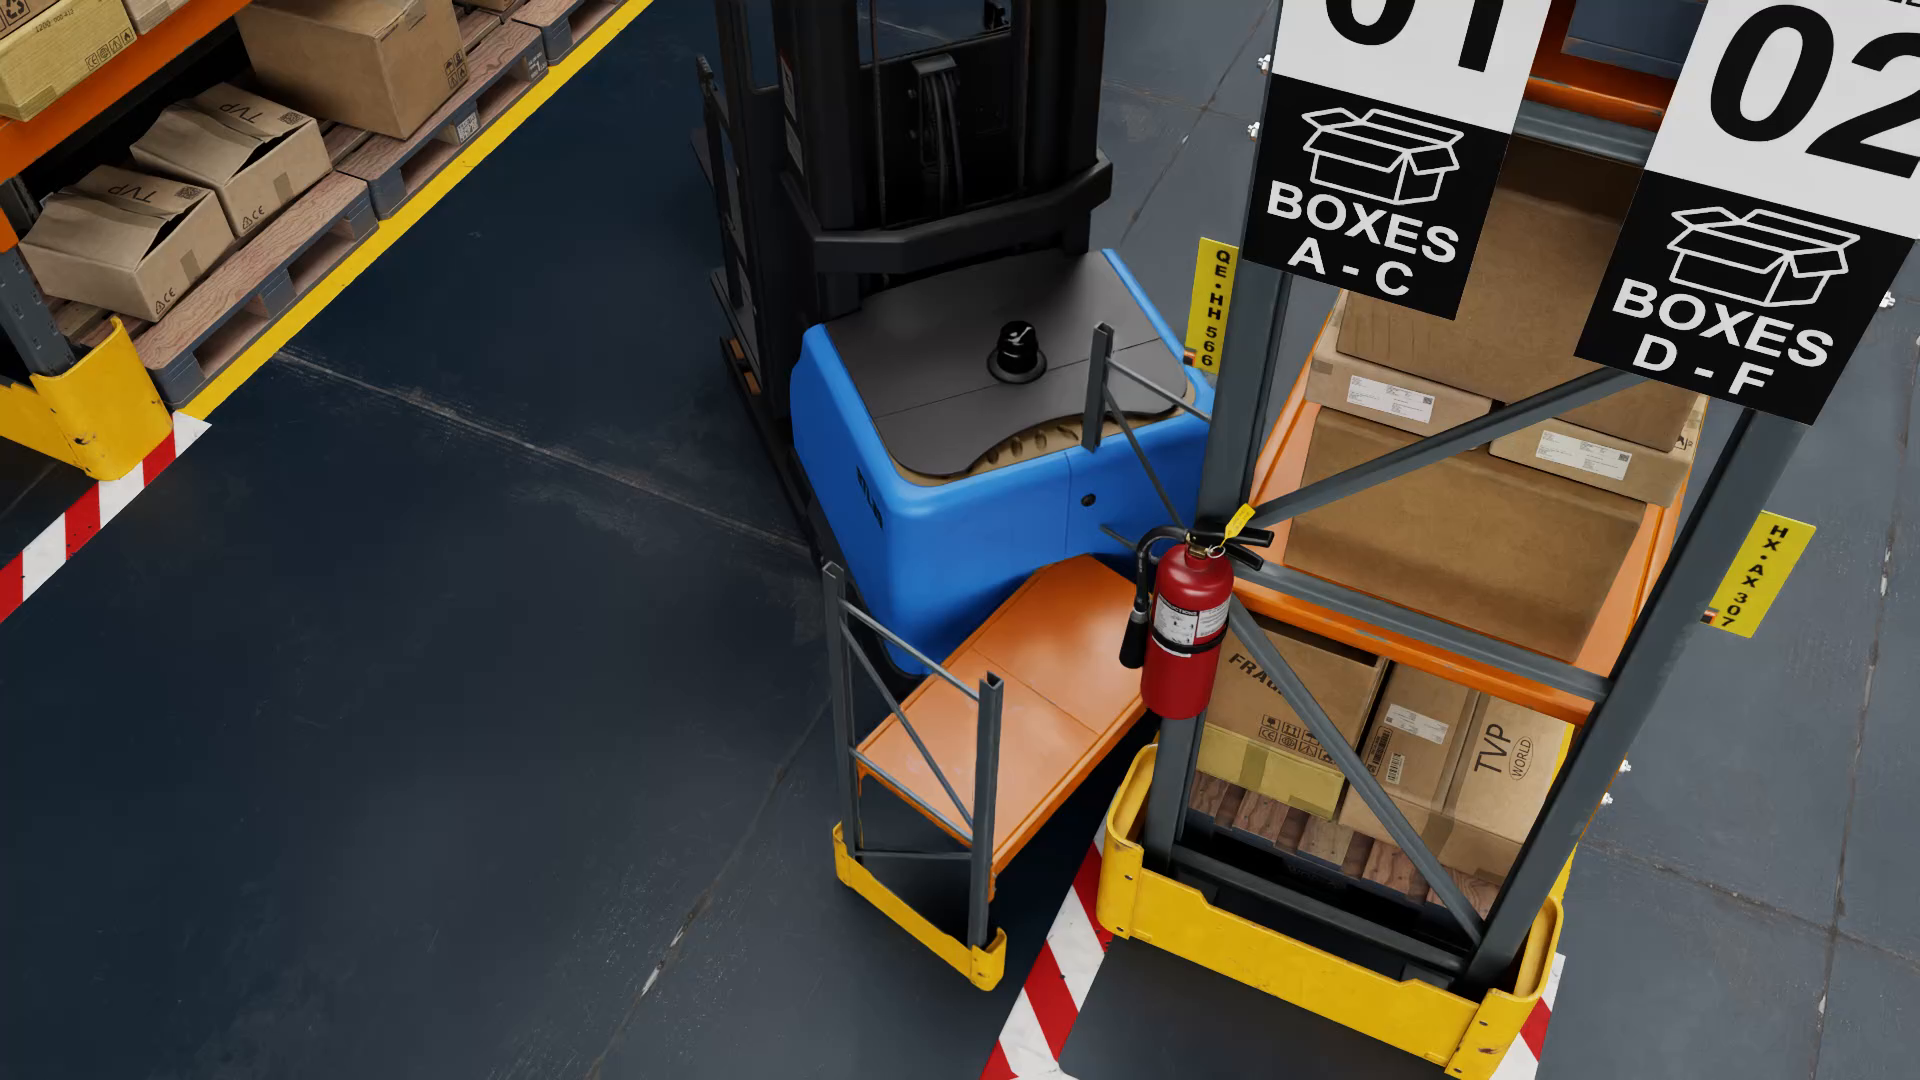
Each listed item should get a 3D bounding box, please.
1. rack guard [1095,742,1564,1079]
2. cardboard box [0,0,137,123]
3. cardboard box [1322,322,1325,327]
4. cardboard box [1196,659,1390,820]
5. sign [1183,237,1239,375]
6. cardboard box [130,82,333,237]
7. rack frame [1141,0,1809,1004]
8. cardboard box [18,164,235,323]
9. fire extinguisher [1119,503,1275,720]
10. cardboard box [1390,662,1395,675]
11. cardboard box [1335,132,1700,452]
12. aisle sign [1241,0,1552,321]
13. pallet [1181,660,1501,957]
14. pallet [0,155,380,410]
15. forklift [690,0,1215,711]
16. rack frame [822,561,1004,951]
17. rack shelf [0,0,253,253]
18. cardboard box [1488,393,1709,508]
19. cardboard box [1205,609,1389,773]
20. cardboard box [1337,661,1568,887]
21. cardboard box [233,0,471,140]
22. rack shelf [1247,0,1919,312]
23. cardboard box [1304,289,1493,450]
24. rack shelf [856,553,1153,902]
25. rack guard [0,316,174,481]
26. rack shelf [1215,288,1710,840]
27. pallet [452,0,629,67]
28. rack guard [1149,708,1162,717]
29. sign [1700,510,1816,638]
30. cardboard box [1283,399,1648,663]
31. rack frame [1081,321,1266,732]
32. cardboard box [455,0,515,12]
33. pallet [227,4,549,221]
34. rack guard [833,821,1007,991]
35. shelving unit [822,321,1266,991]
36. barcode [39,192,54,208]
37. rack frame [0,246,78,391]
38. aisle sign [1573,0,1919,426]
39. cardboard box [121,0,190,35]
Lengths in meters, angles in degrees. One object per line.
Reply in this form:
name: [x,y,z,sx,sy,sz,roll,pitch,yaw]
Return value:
rack guard: [0.973,1.015,4.558,1.175,0.500,0.348,20,52,16]
cardboard box: [-3.001,-1.611,5.237,0.500,0.250,0.500,18,52,15]
cardboard box: [1.358,-0.459,5.208,0.500,0.500,0.500,20,52,16]
cardboard box: [0.946,0.478,4.903,0.500,0.250,0.500,20,52,16]
sign: [0.499,-0.449,3.247,0.100,0.325,0.005,20,52,16]
cardboard box: [-2.876,-1.531,6.560,0.500,0.311,0.500,24,54,19]
rack frame: [0.984,0.189,3.620,1.000,3.000,0.127,20,52,16]
cardboard box: [-3.120,-1.139,6.226,0.500,0.311,0.500,14,51,12]
fire extinguisher: [0.513,0.144,3.709,0.296,0.674,0.183,20,52,16]
cardboard box: [1.624,0.301,5.054,0.500,0.250,0.500,20,52,16]
cardboard box: [1.217,-0.618,3.389,0.700,0.500,0.500,20,52,16]
aisle sign: [0.690,-0.704,2.673,0.394,0.787,0.004,20,52,16]
pallet: [1.272,0.552,5.141,1.003,0.211,1.213,20,52,16]
pallet: [-3.085,-1.117,6.562,1.003,0.211,1.213,20,52,16]
forklift: [-0.249,-1.525,5.123,1.130,2.935,3.031,-17,52,-14]
rack frame: [-0.121,0.651,4.213,0.500,1.500,0.032,33,58,23]
rack shelf: [-2.642,-2.565,6.435,1.077,0.370,4.000,20,52,16]
cardboard box: [1.346,-0.254,3.505,0.380,0.149,0.250,19,52,16]
cardboard box: [0.944,0.235,4.618,0.500,0.500,0.500,20,52,16]
cardboard box: [1.414,0.647,4.760,0.500,0.250,0.500,20,52,16]
cardboard box: [-2.518,-2.082,6.904,0.700,0.500,0.500,17,52,14]
rack shelf: [1.838,-1.927,3.923,1.077,0.370,4.000,20,52,16]
cardboard box: [0.975,-0.379,3.611,0.380,0.149,0.250,19,52,15]
rack shelf: [0.201,0.461,4.602,0.538,0.185,1.000,33,58,23]
rack guard: [-3.464,-0.663,5.986,1.175,0.500,0.348,20,52,16]
rack shelf: [1.838,-0.955,5.066,1.077,0.370,4.000,20,52,16]
pallet: [-2.043,-2.797,7.992,1.003,0.211,1.213,20,52,16]
rack guard: [0.517,0.438,5.198,0.587,0.250,0.087,33,58,23]
sign: [1.483,0.067,3.103,0.100,0.325,0.005,20,52,16]
cardboard box: [1.195,-0.161,3.852,0.700,0.500,0.500,20,52,16]
rack frame: [0.528,0.047,4.710,0.500,1.500,0.032,33,58,23]
cardboard box: [-2.195,-2.780,7.498,0.500,0.500,0.500,16,52,13]
pallet: [-2.563,-1.954,7.274,1.003,0.211,1.213,20,52,16]
rack guard: [-0.119,1.030,4.710,0.587,0.250,0.087,33,58,23]
shelving unit: [0.209,0.343,4.466,0.587,1.500,1.083,33,58,23]
barcode: [-3.474,-1.284,6.344,0.001,0.075,0.075,20,52,16]
rack frame: [-3.497,-1.420,4.989,1.000,3.000,0.127,20,52,16]
aisle sign: [1.232,-0.509,2.506,0.394,0.787,0.004,20,52,16]
cardboard box: [-2.792,-1.973,5.545,0.500,0.250,0.500,18,52,15]
